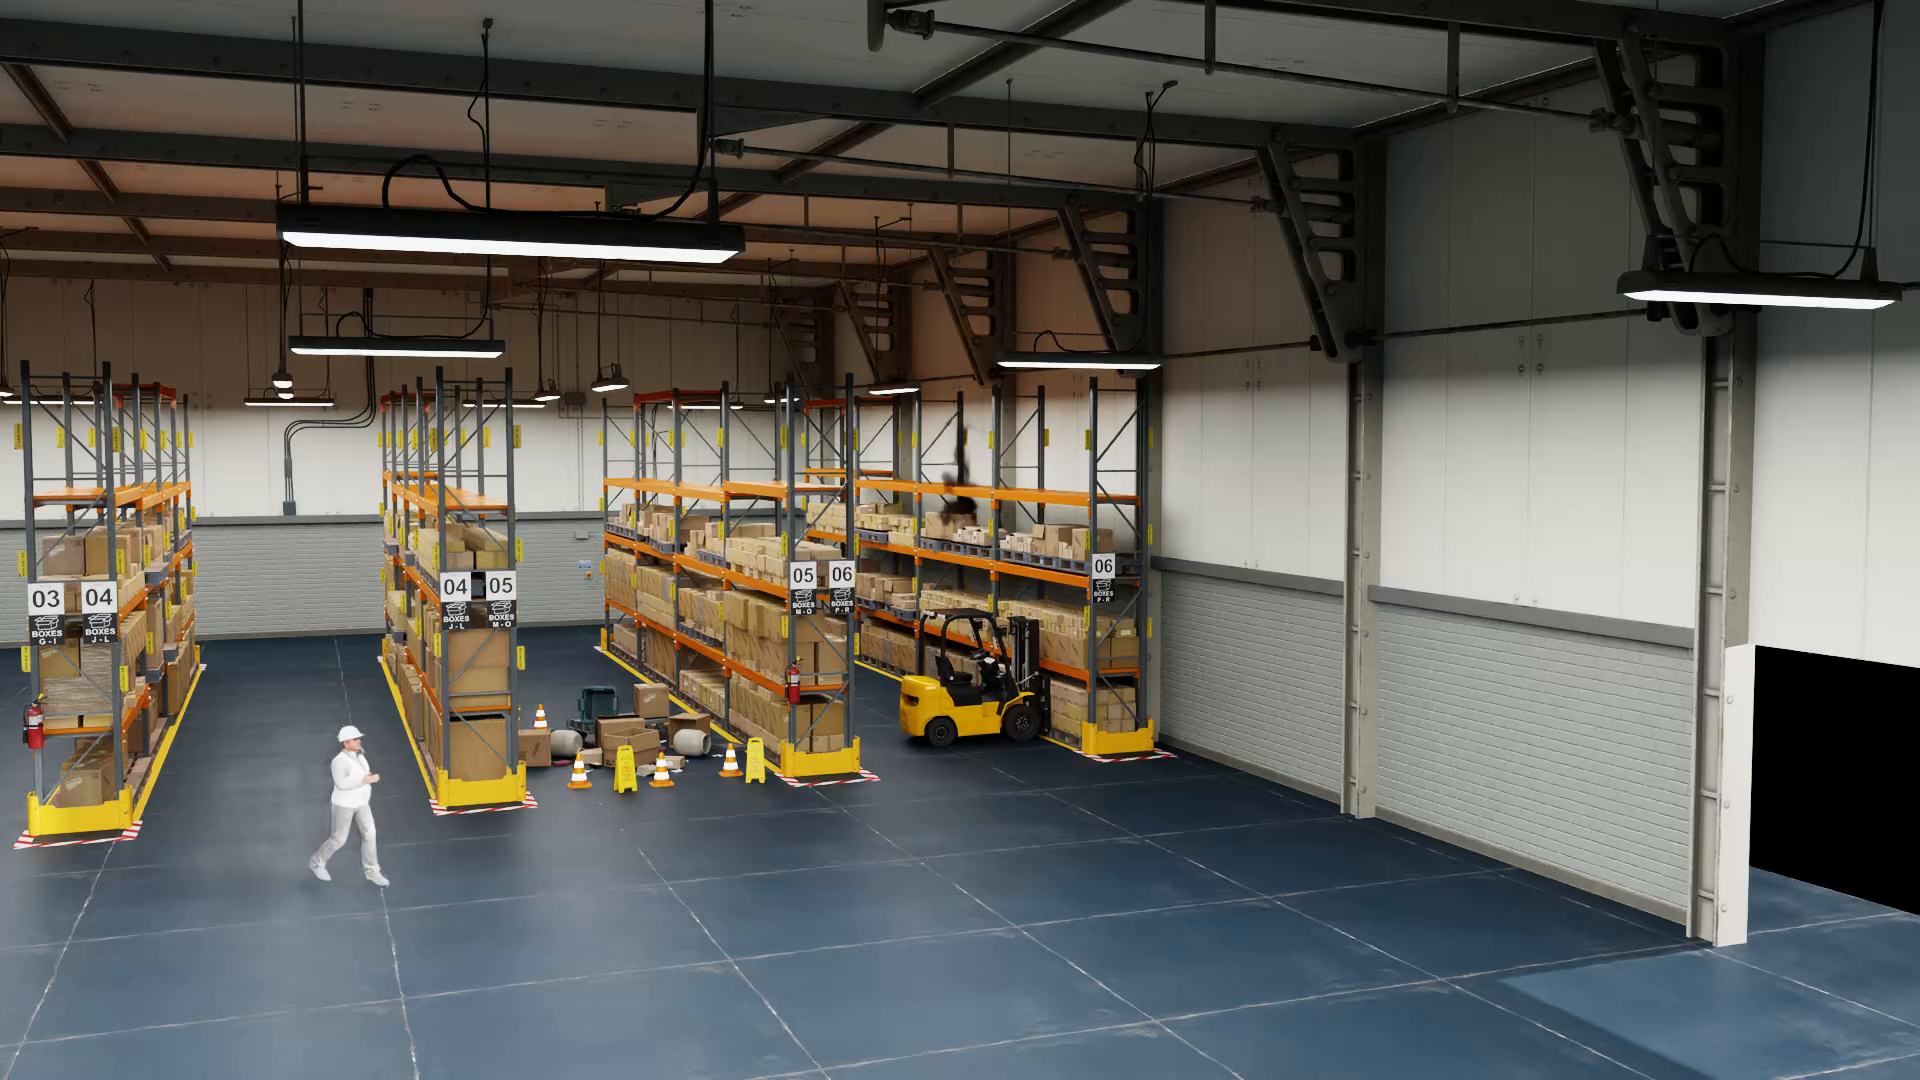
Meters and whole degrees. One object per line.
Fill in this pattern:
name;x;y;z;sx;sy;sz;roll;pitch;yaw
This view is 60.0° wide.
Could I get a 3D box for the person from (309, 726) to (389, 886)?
person;-6.851;2.968;18.621;0.940;1.788;0.642;1;4;15
